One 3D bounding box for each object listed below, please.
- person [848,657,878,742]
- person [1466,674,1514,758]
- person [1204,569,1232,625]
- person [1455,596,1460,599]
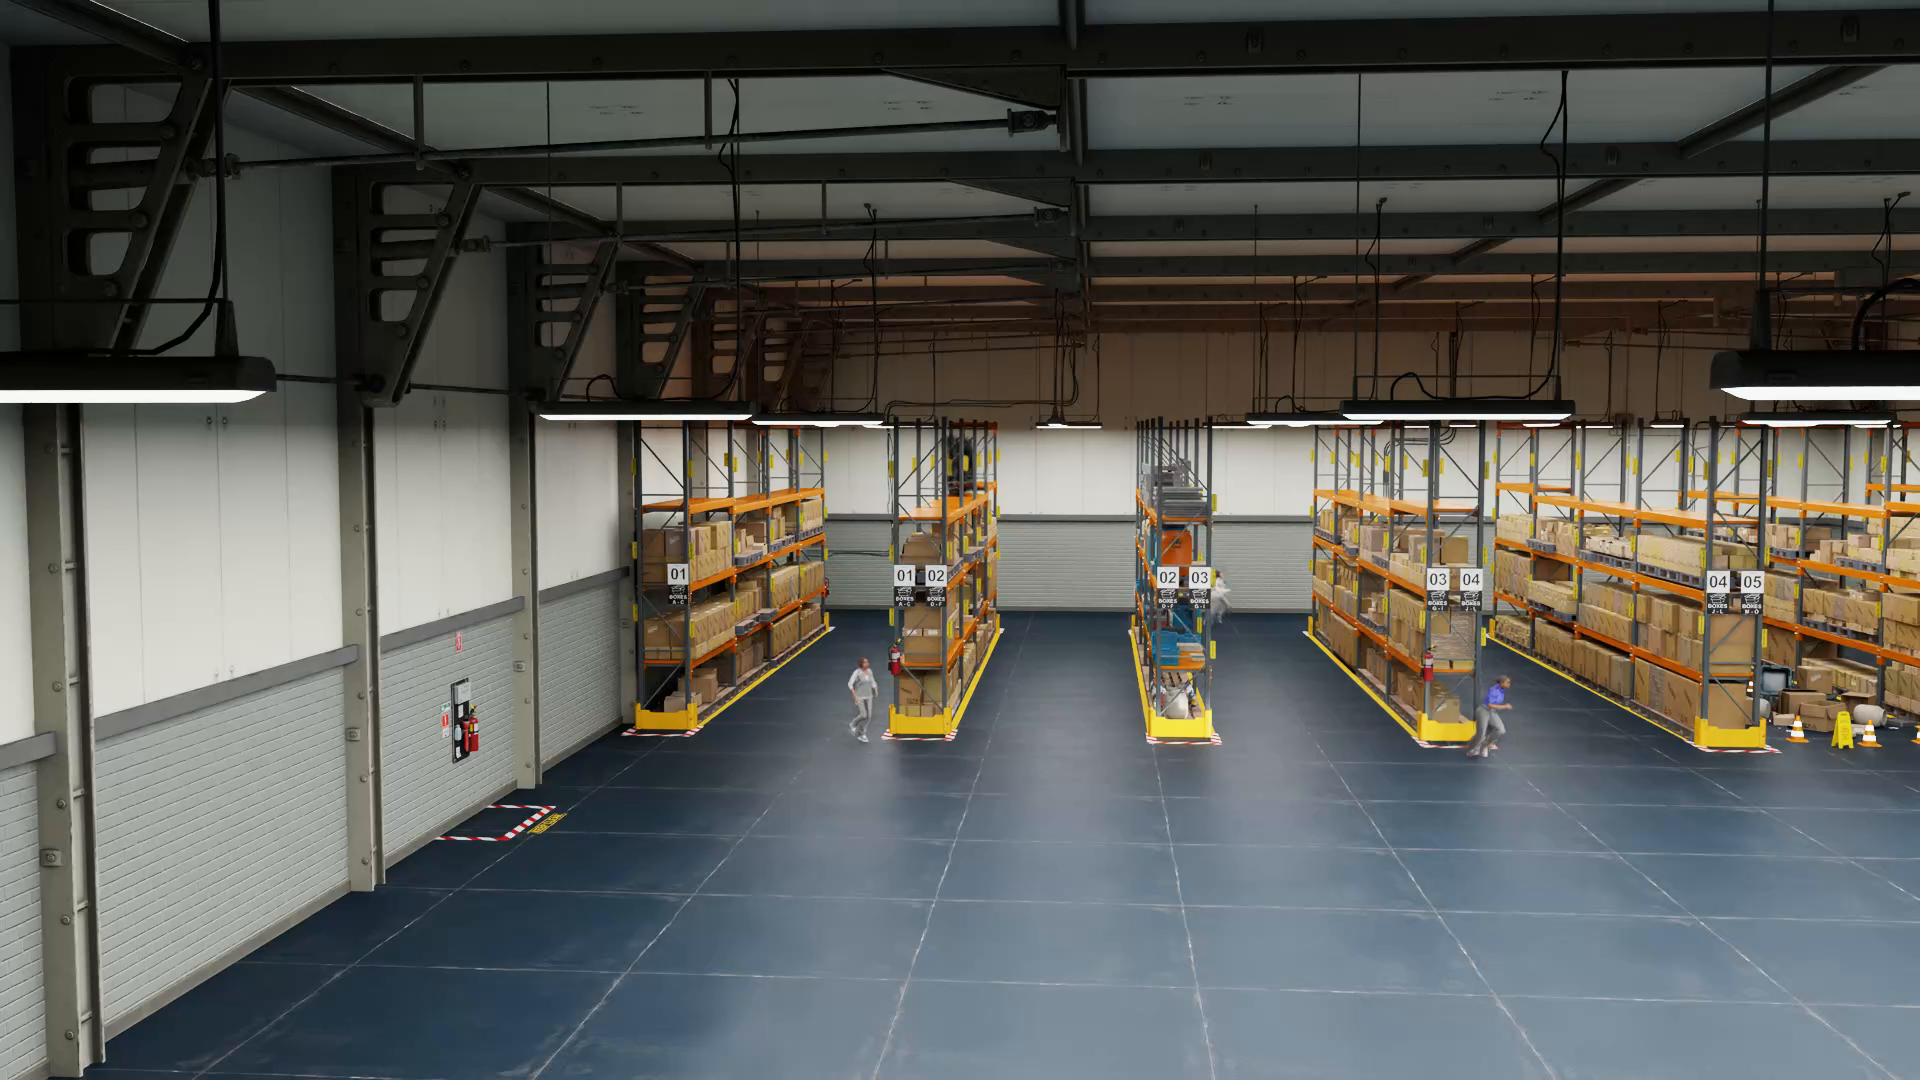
[{"bbox_3d":[-1.788,2.939,30.784,0.554,1.572,0.538,-3,5,-36],"label":"person"},{"bbox_3d":[9.287,3.067,29.057,0.601,1.506,0.890,-4,5,-44],"label":"person"},{"bbox_3d":[7.648,1.671,49.041,0.819,1.662,0.625,2,4,30],"label":"person"},{"bbox_3d":[13.449,1.961,45.097,0.738,1.652,0.607,1,4,8],"label":"person"}]
